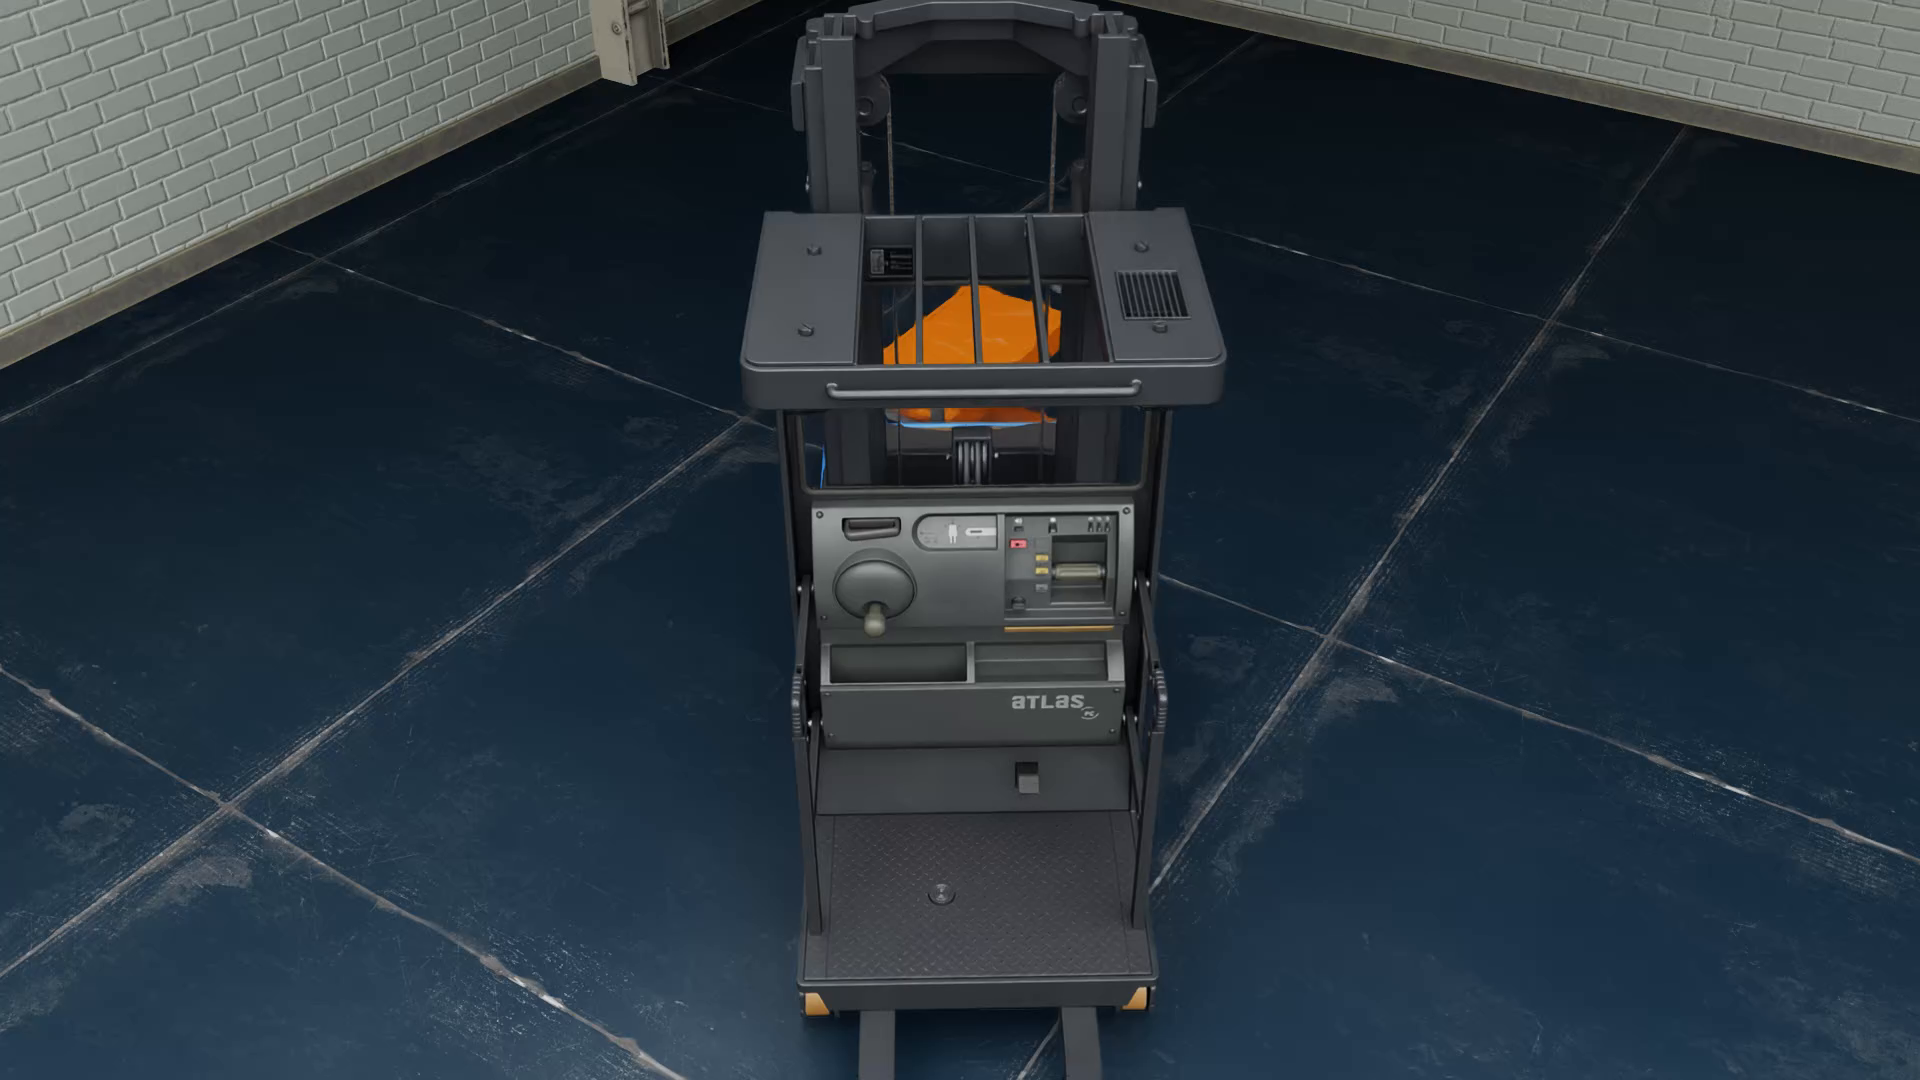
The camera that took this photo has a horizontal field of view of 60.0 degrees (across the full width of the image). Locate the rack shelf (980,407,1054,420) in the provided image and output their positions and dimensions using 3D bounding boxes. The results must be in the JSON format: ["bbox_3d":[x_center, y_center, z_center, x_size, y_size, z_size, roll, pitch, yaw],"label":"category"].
[{"bbox_3d":[-0.004,-0.248,7.051,0.538,0.278,1.000,21,42,25],"label":"rack shelf"}]

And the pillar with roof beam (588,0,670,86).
[{"bbox_3d":[1.400,-5.372,6.849,9.100,9.000,0.400,21,42,25],"label":"pillar with roof beam"}]

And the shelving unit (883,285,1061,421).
[{"bbox_3d":[-0.004,-0.442,6.902,0.538,1.125,1.048,21,42,25],"label":"shelving unit"}]

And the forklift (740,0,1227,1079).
[{"bbox_3d":[0.045,0.150,4.655,1.130,2.935,3.031,-1,38,-1],"label":"forklift"}]

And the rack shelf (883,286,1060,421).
[{"bbox_3d":[-0.004,-0.674,6.723,0.538,0.278,1.000,21,42,25],"label":"rack shelf"}]

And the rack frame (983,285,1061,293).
[{"bbox_3d":[0.269,-0.704,7.242,0.500,1.125,0.032,21,42,25],"label":"rack frame"}]

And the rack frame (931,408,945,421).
[{"bbox_3d":[-0.276,-0.180,6.562,0.500,1.125,0.032,21,42,25],"label":"rack frame"}]
